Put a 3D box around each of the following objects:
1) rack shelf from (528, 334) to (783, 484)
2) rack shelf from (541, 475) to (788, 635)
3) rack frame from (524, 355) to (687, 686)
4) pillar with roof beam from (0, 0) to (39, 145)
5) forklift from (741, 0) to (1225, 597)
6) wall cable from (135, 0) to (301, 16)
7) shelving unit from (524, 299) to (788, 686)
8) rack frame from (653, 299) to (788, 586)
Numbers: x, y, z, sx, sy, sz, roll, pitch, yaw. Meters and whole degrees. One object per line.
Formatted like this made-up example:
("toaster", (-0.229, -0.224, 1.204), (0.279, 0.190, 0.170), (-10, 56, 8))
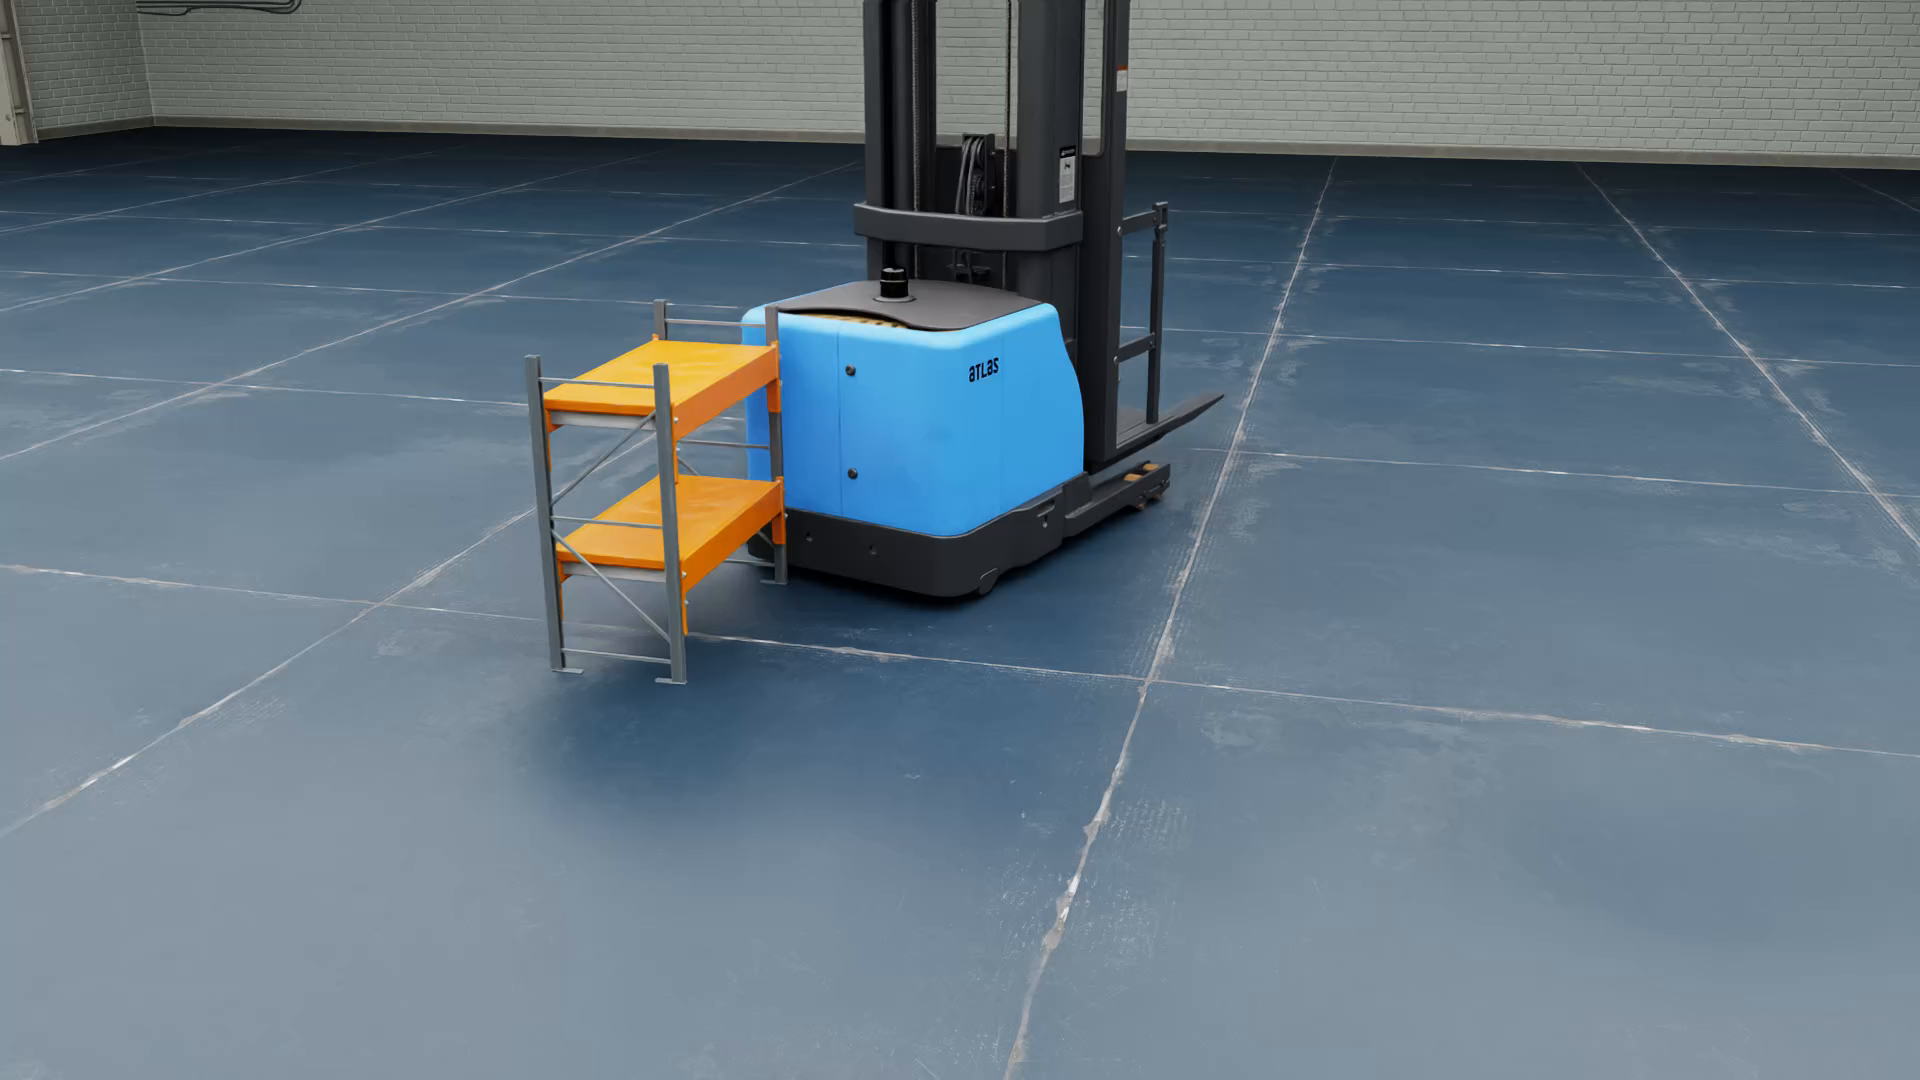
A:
("rack shelf", (-1.063, -0.491, 5.980), (0.538, 0.278, 1.000), (5, 19, 14))
("rack shelf", (-1.063, 0.017, 6.154), (0.538, 0.278, 1.000), (5, 19, 14))
("rack frame", (-1.189, -0.055, 5.609), (0.500, 1.125, 0.032), (5, 19, 14))
("pillar with roof beam", (-9.267, -9.581, 21.315), (9.100, 9.000, 0.400), (5, 19, 13))
("forklift", (0.324, -1.594, 7.319), (1.130, 2.935, 3.031), (11, 22, 30))
("wall cable", (-11.439, -9.270, 25.210), (3.097, 2.526, 0.112), (5, 19, 13))
("shelving unit", (-1.063, -0.214, 6.075), (0.538, 1.125, 1.048), (5, 19, 14))
("rack frame", (-0.937, -0.374, 6.541), (0.500, 1.125, 0.032), (5, 19, 14))
